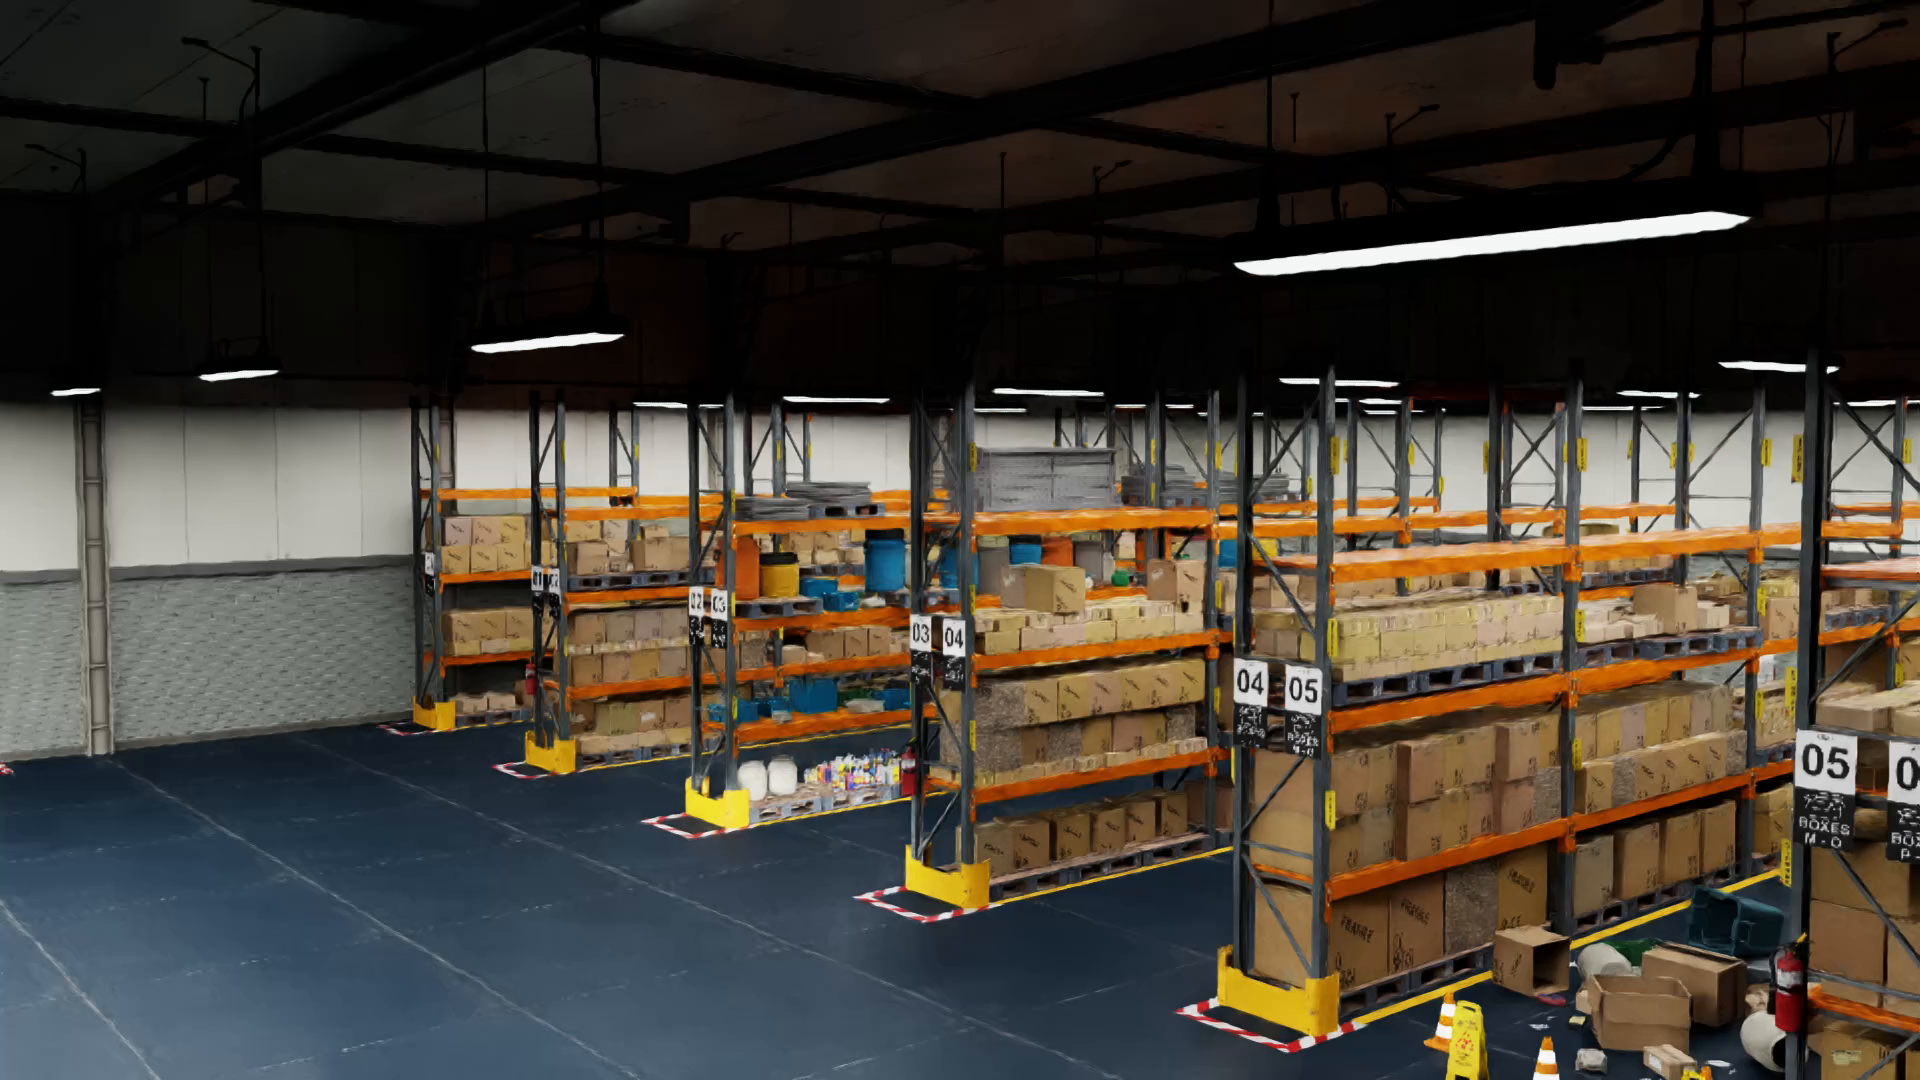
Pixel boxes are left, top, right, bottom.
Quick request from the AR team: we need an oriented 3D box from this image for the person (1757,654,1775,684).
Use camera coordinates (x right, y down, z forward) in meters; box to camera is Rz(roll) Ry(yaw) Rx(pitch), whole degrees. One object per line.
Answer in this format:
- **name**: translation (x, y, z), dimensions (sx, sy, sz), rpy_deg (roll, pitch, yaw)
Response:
- **person**: translation (14.290, 2.534, 29.640), dimensions (0.649, 1.765, 0.478), rpy_deg (-1, 3, -12)
